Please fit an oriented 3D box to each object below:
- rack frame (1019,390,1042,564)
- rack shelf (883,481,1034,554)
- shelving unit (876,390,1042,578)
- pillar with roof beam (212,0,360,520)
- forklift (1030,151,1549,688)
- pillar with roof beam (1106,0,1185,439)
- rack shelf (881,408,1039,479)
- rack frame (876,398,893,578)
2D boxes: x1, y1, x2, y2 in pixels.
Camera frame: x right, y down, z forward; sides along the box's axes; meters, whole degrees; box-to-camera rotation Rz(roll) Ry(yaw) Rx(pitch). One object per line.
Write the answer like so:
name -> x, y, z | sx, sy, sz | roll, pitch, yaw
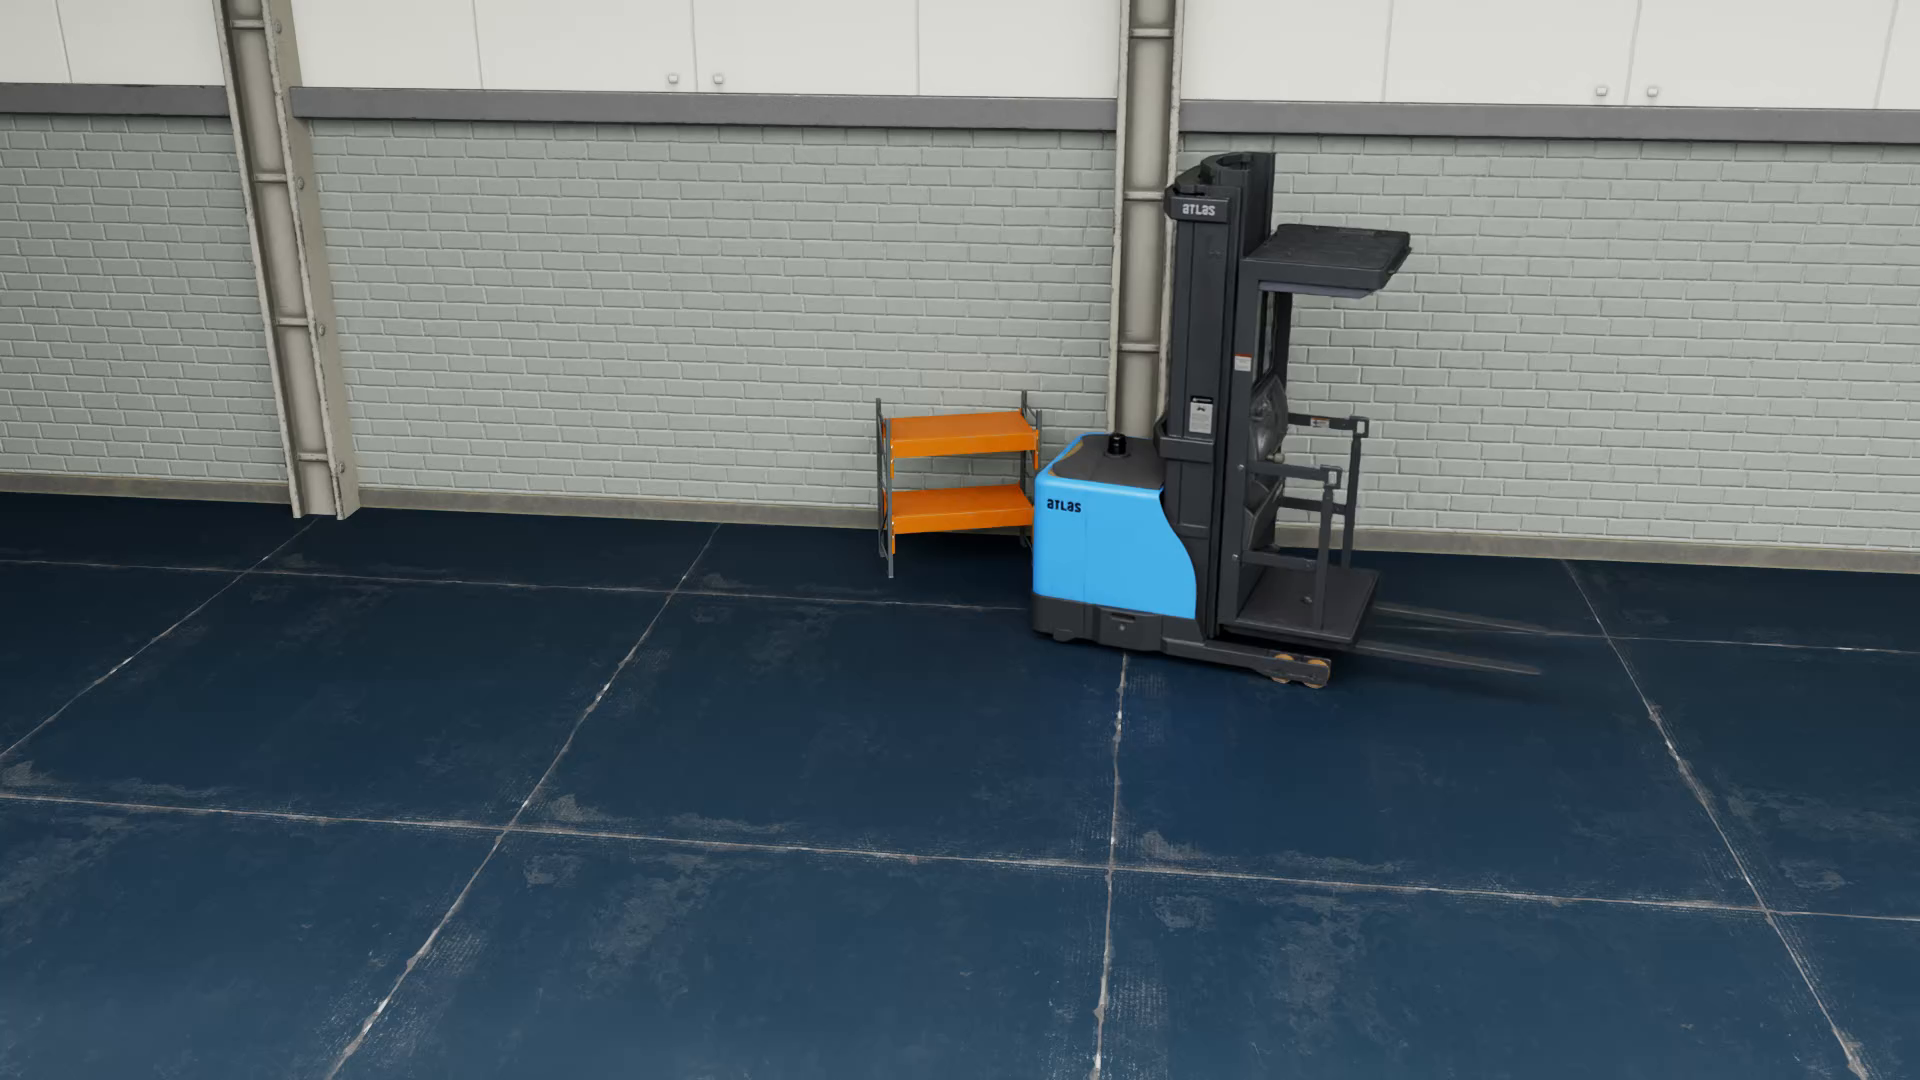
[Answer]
rack frame -> 0.486, -0.425, 11.484 | 0.032, 1.125, 0.500 | -4, 22, -10
rack shelf -> -0.014, -0.163, 11.487 | 1.000, 0.278, 0.538 | -4, 22, -10
shelving unit -> -0.014, -0.390, 11.397 | 1.048, 1.125, 0.538 | -4, 22, -10
pillar with roof beam -> -5.251, -2.828, 6.852 | 0.400, 9.000, 9.100 | 2, 22, 6
forklift -> 2.006, -0.715, 9.763 | 3.031, 2.935, 1.130 | 8, 23, 20
pillar with roof beam -> 0.707, -2.568, 6.196 | 0.400, 9.000, 9.100 | 2, 22, 6
rack shelf -> -0.014, -0.662, 11.289 | 1.000, 0.278, 0.538 | -4, 22, -10
rack frame -> -0.514, -0.356, 11.309 | 0.032, 1.125, 0.500 | -4, 22, -10
